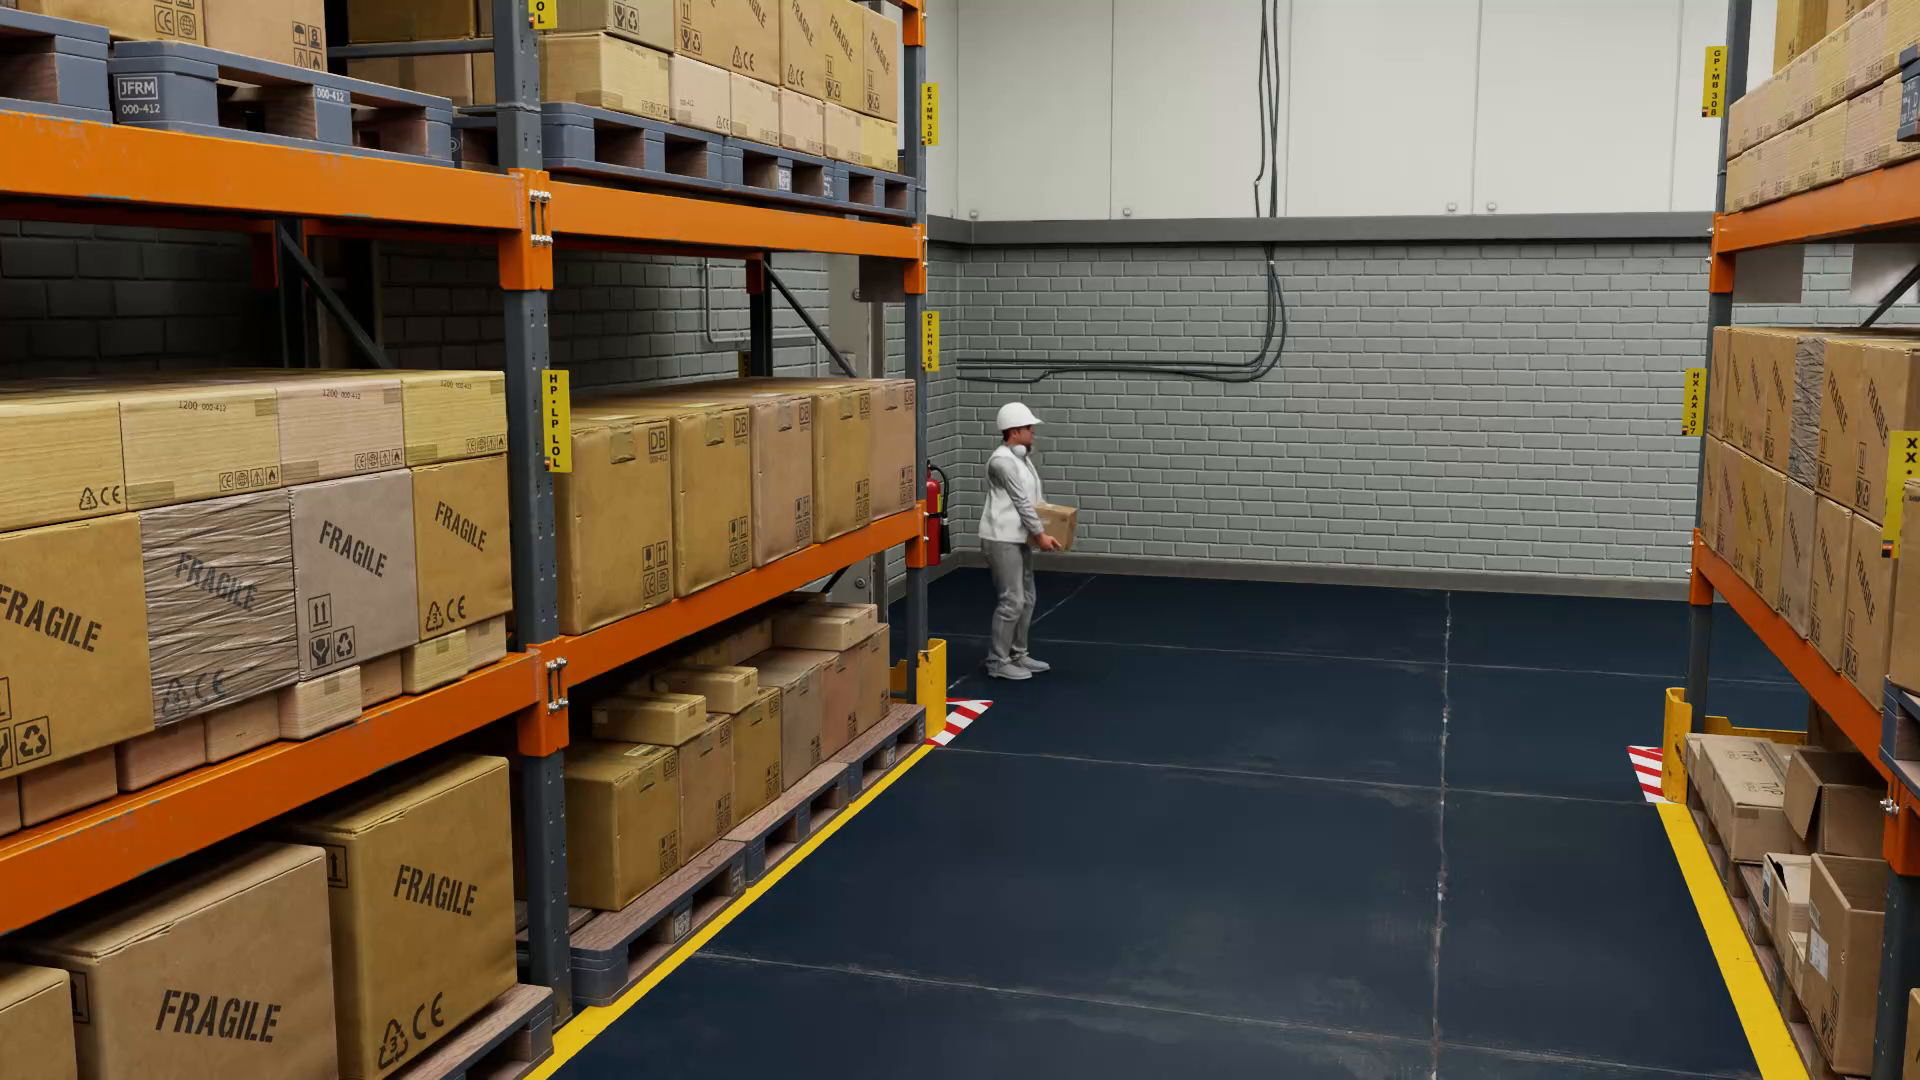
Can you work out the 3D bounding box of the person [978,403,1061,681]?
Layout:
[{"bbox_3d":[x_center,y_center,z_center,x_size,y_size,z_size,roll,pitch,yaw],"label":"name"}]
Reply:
[{"bbox_3d":[0.411,0.001,10.754,0.558,1.772,0.494,2,9,15],"label":"person"}]
